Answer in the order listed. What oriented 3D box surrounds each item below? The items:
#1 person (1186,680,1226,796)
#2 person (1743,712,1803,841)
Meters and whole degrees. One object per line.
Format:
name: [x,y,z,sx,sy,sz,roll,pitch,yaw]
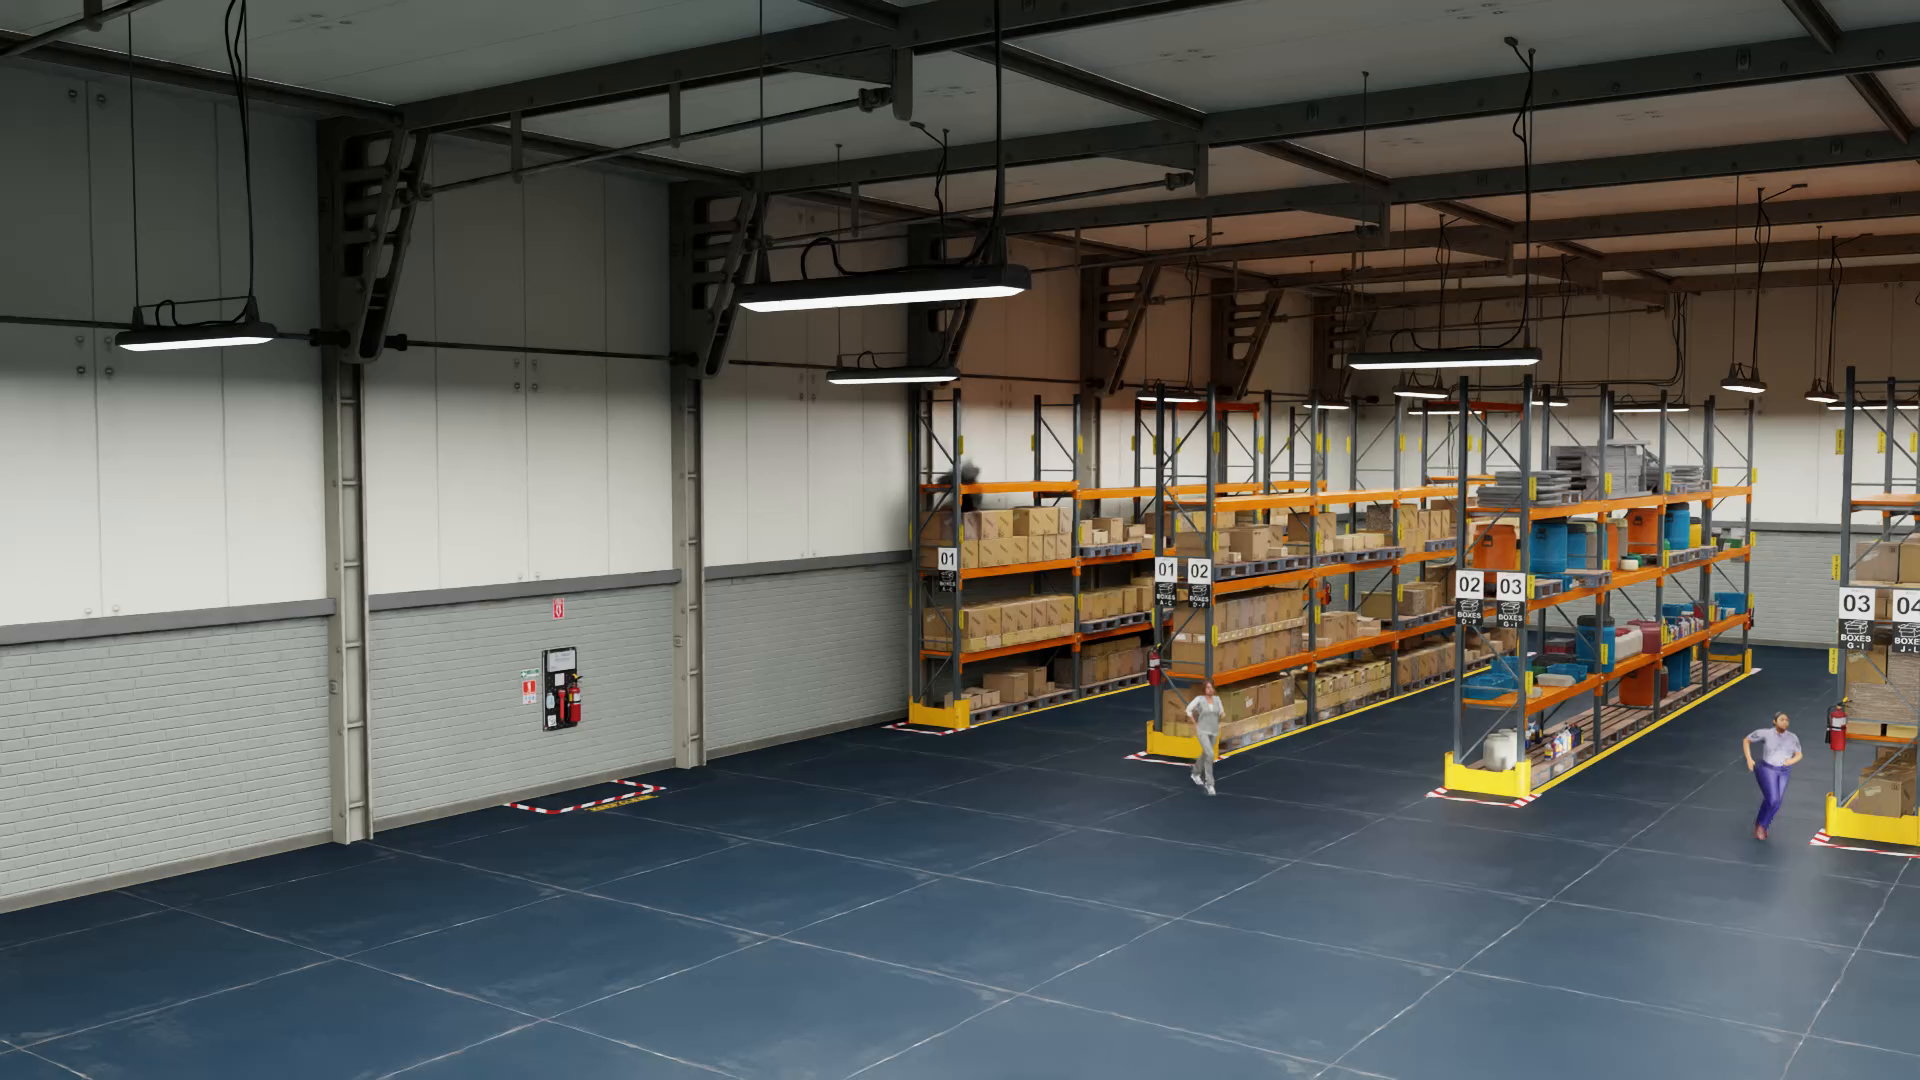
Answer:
person: [3.580,2.836,24.079,0.512,1.646,0.730,-1,4,-23]
person: [10.366,3.033,21.139,0.615,1.566,0.619,0,3,-4]
